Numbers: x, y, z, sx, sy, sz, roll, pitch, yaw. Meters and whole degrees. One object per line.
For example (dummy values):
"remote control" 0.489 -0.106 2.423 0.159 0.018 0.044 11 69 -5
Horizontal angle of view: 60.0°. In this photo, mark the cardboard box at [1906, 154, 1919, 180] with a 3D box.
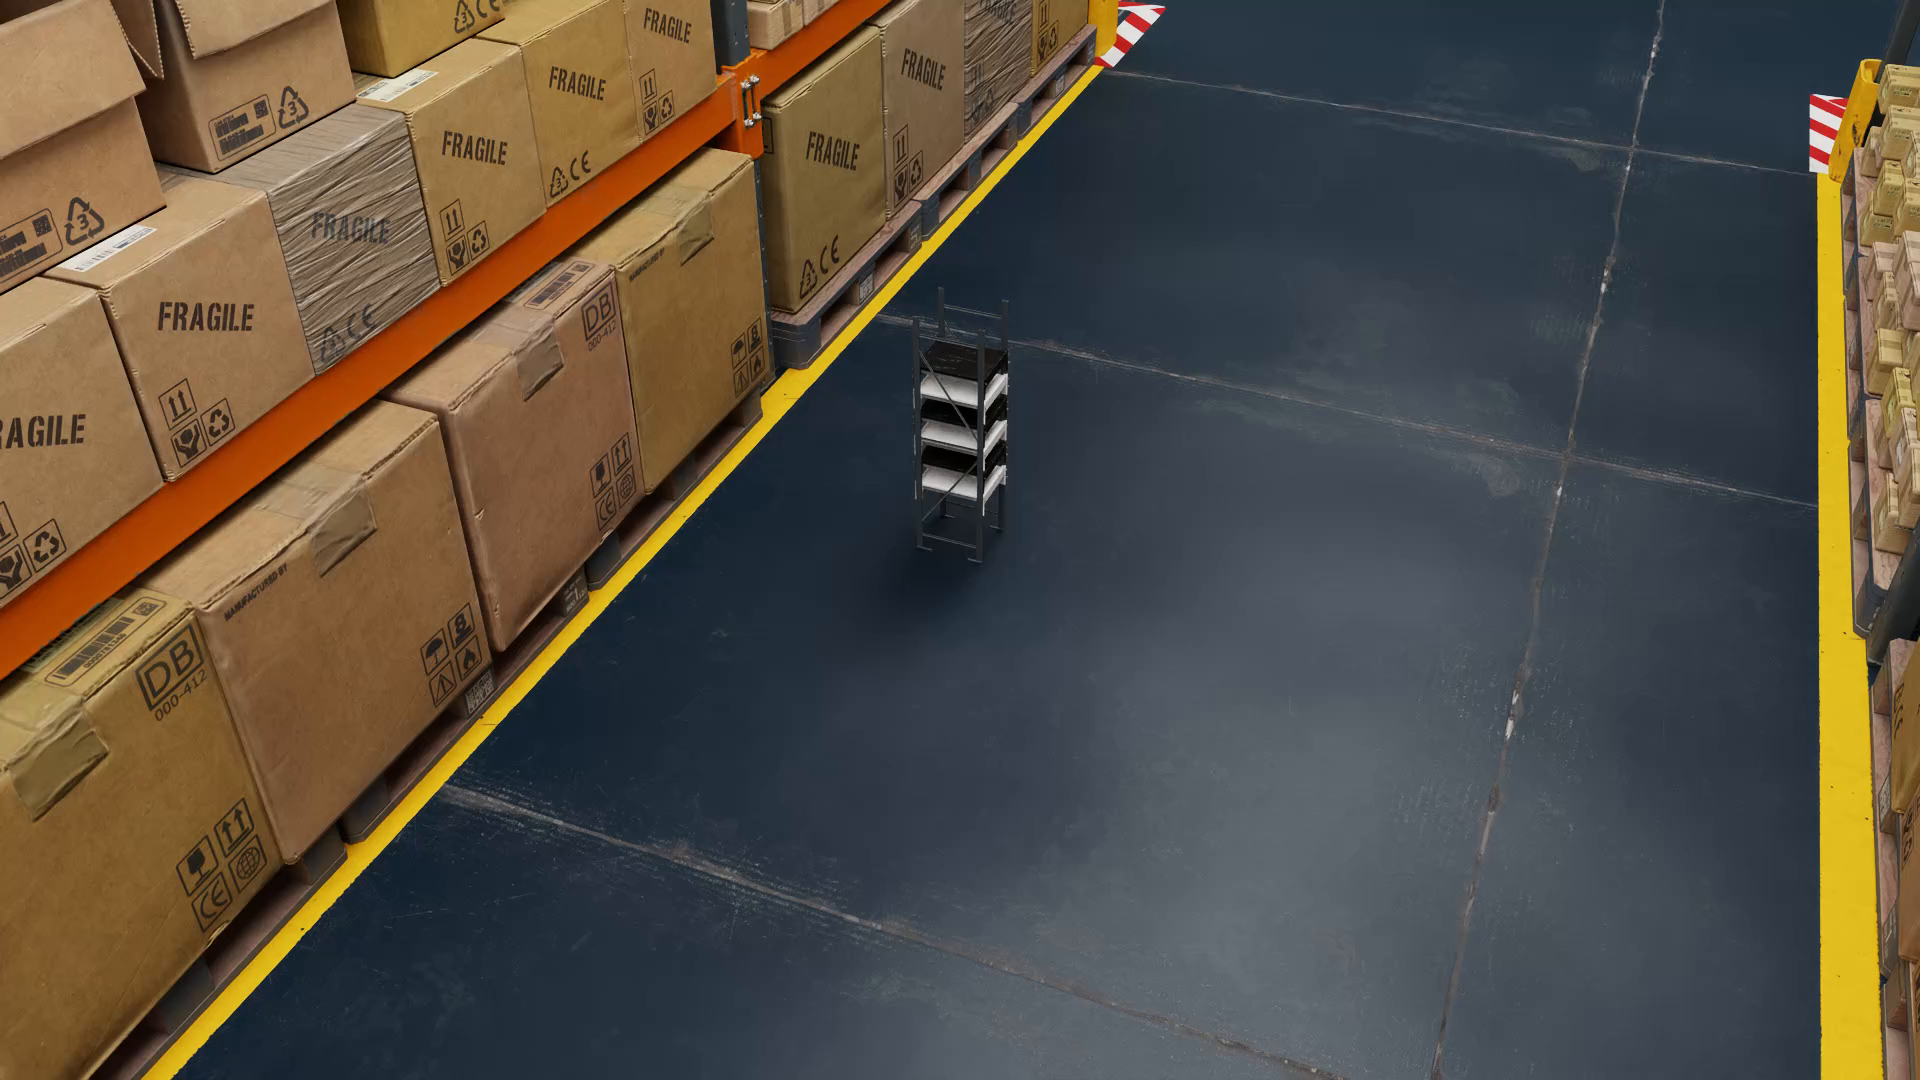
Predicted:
"cardboard box" 4.003 -1.399 6.650 0.380 0.149 0.250 15 39 20

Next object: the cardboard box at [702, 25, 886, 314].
"cardboard box" -0.889 -1.580 6.783 0.875 0.875 0.875 14 39 18

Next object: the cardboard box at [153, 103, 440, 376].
"cardboard box" -1.722 -0.795 4.225 0.500 0.500 0.500 14 39 18

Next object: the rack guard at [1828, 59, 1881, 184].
"rack guard" 4.827 -1.902 7.876 1.175 0.500 0.348 14 39 18

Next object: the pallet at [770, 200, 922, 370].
"pallet" -0.852 -1.202 7.182 1.003 0.211 1.213 14 39 18

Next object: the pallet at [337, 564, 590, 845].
"pallet" -1.901 0.323 5.141 1.003 0.211 1.213 14 39 18

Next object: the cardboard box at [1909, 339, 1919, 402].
"cardboard box" 3.378 -0.541 5.502 0.380 0.149 0.250 13 39 17

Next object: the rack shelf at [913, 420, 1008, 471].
"rack shelf" 0.003 -0.338 5.507 0.258 0.077 0.200 14 39 18

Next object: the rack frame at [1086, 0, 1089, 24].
"rack frame" 0.308 -4.131 8.771 1.000 3.000 0.127 14 39 18

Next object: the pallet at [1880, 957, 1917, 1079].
"pallet" 2.577 1.496 3.572 1.003 0.211 1.213 14 39 18

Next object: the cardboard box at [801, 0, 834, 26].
"cardboard box" -0.694 -2.049 6.195 0.380 0.149 0.250 13 39 16

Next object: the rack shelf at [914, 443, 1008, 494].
"rack shelf" 0.003 -0.266 5.560 0.258 0.077 0.200 14 39 18

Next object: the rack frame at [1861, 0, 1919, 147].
"rack frame" 4.856 -2.945 7.184 1.000 3.000 0.127 14 39 18

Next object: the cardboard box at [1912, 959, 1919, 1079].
"cardboard box" 2.421 1.038 3.593 0.500 0.500 0.500 15 39 19

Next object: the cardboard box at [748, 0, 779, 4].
"cardboard box" -0.793 -2.176 6.032 0.500 0.250 0.500 13 39 17

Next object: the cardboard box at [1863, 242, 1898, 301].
"cardboard box" 3.866 -1.054 6.685 0.380 0.149 0.250 12 38 16

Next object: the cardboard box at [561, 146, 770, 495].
"cardboard box" -1.439 -0.874 5.838 1.225 0.875 0.875 14 39 18

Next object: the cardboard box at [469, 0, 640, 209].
"cardboard box" -1.334 -1.363 4.984 0.500 0.500 0.500 15 39 19

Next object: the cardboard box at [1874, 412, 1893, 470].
"cardboard box" 3.386 -0.337 5.726 0.380 0.149 0.250 13 39 16

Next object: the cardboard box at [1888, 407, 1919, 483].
"cardboard box" 3.252 -0.275 5.395 0.380 0.149 0.250 12 38 16

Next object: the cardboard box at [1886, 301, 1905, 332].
"cardboard box" 3.724 -0.753 6.283 0.380 0.149 0.250 15 39 19

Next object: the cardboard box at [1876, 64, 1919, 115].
"cardboard box" 4.343 -1.997 7.450 0.380 0.149 0.250 12 38 16

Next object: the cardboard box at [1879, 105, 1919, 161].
"cardboard box" 4.135 -1.706 7.061 0.380 0.149 0.250 14 39 18

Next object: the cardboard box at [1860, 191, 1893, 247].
"cardboard box" 4.050 -1.335 7.061 0.380 0.149 0.250 14 39 18

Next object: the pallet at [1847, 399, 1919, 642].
"pallet" 3.557 0.007 5.565 1.003 0.211 1.213 14 39 18

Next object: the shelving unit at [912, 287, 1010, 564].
"shelving unit" 0.003 -0.365 5.487 0.258 0.900 0.210 14 39 18

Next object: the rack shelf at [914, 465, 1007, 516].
"rack shelf" 0.003 -0.194 5.614 0.258 0.077 0.200 14 39 18

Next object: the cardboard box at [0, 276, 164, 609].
"cardboard box" -2.105 -0.235 3.475 0.500 0.500 0.500 13 39 17

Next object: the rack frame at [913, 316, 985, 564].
"rack frame" -0.036 -0.309 5.411 0.240 0.900 0.006 14 39 18

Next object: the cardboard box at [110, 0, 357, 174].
"cardboard box" -1.943 -1.277 4.032 0.797 0.503 0.637 15 39 19

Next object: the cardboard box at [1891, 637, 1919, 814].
"cardboard box" 2.808 0.452 4.378 0.500 0.500 0.500 15 39 19

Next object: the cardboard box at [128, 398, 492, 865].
"cardboard box" -2.108 0.112 4.518 1.225 0.875 0.875 14 39 18

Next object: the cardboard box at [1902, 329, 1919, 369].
"cardboard box" 3.602 -0.690 5.949 0.380 0.149 0.250 15 39 19

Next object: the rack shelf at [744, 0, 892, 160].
"rack shelf" -0.453 -2.735 7.505 1.077 0.370 4.000 14 39 18

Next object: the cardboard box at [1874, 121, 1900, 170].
"cardboard box" 4.263 -1.720 7.328 0.380 0.149 0.250 14 39 18

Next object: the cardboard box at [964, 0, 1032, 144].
"cardboard box" -0.208 -2.571 8.109 0.875 0.875 0.875 14 39 18

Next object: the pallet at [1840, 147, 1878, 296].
"pallet" 4.486 -1.344 7.372 1.003 0.211 1.213 14 39 18

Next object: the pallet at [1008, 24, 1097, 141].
"pallet" 0.076 -2.553 8.990 1.003 0.211 1.213 14 39 18

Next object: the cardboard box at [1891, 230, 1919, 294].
"cardboard box" 3.657 -0.990 6.103 0.380 0.149 0.250 13 39 16
